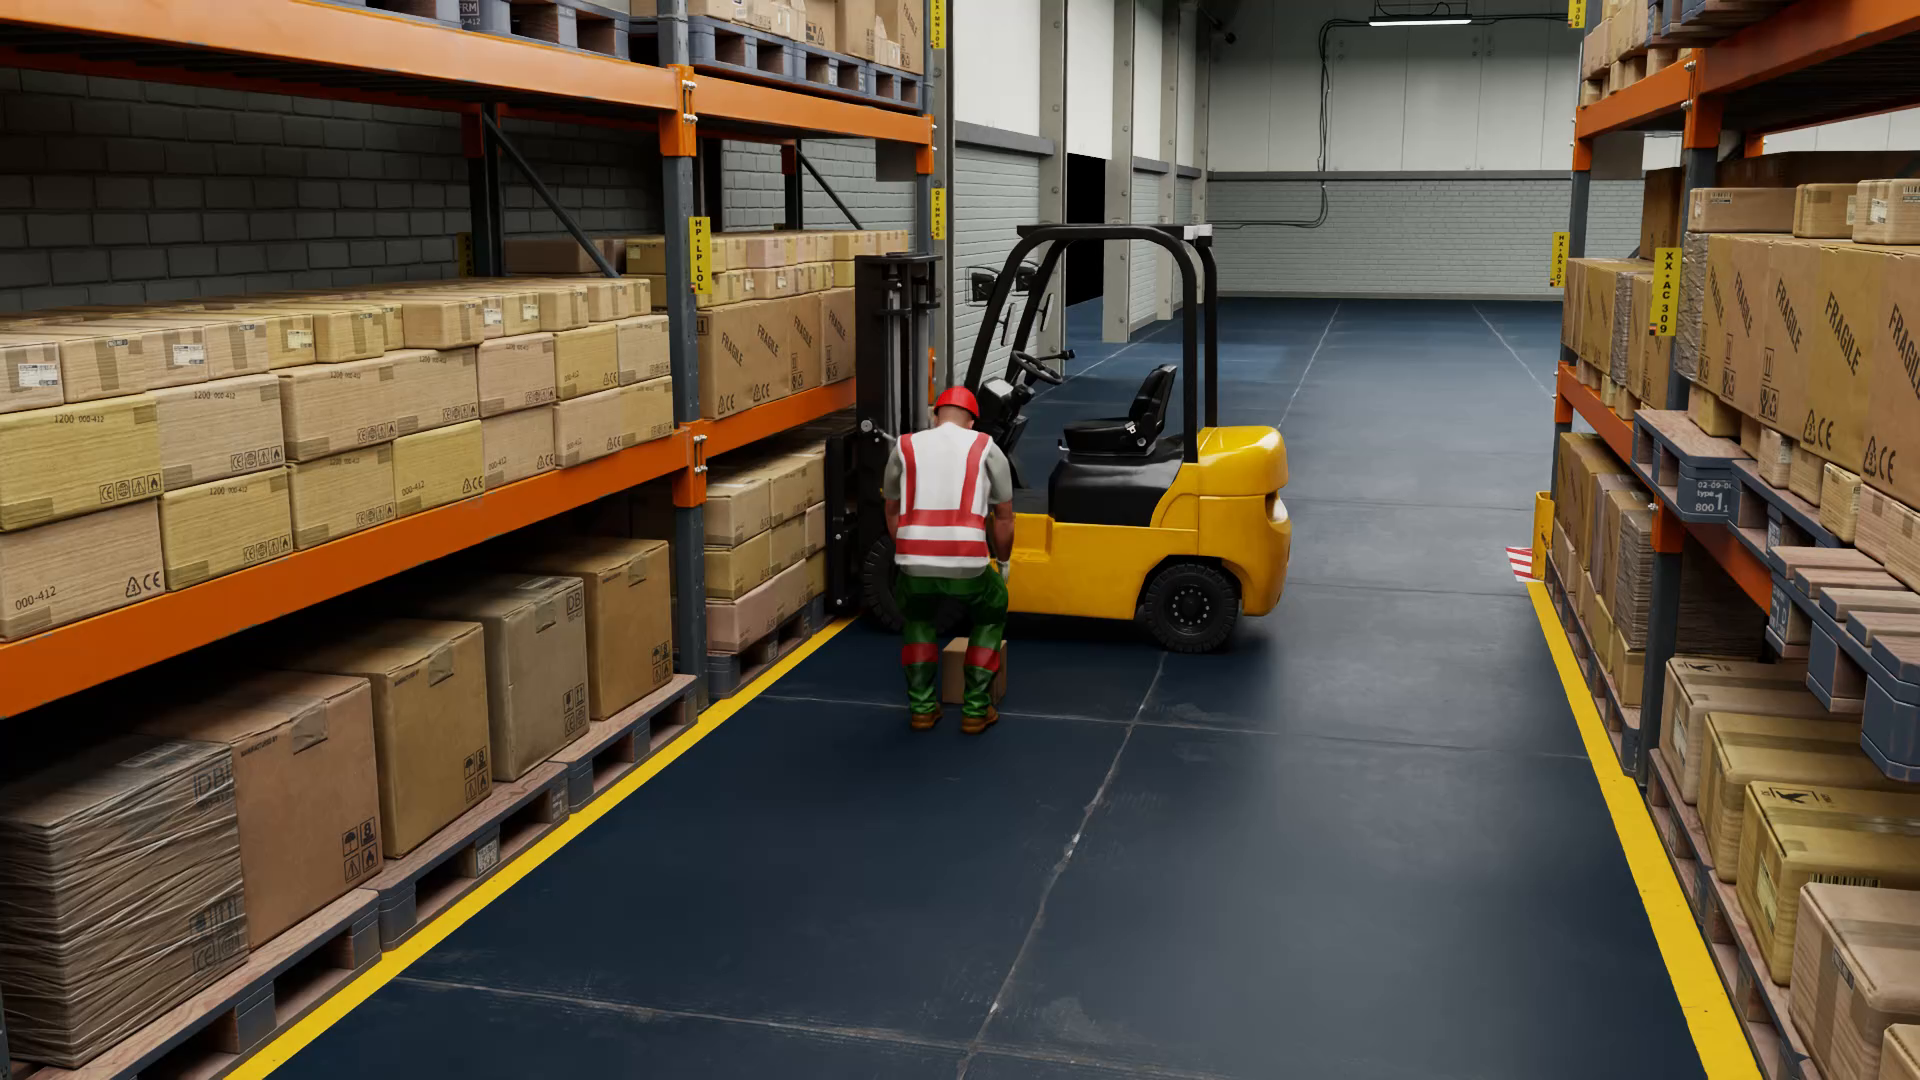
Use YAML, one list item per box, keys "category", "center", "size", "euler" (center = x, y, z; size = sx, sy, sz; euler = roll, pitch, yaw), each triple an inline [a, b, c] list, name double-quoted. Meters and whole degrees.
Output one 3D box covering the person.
- category: "person"
  center: [-0.067, 0.084, 7.271]
  size: [0.582, 1.471, 0.731]
  euler: [3, 12, 14]
